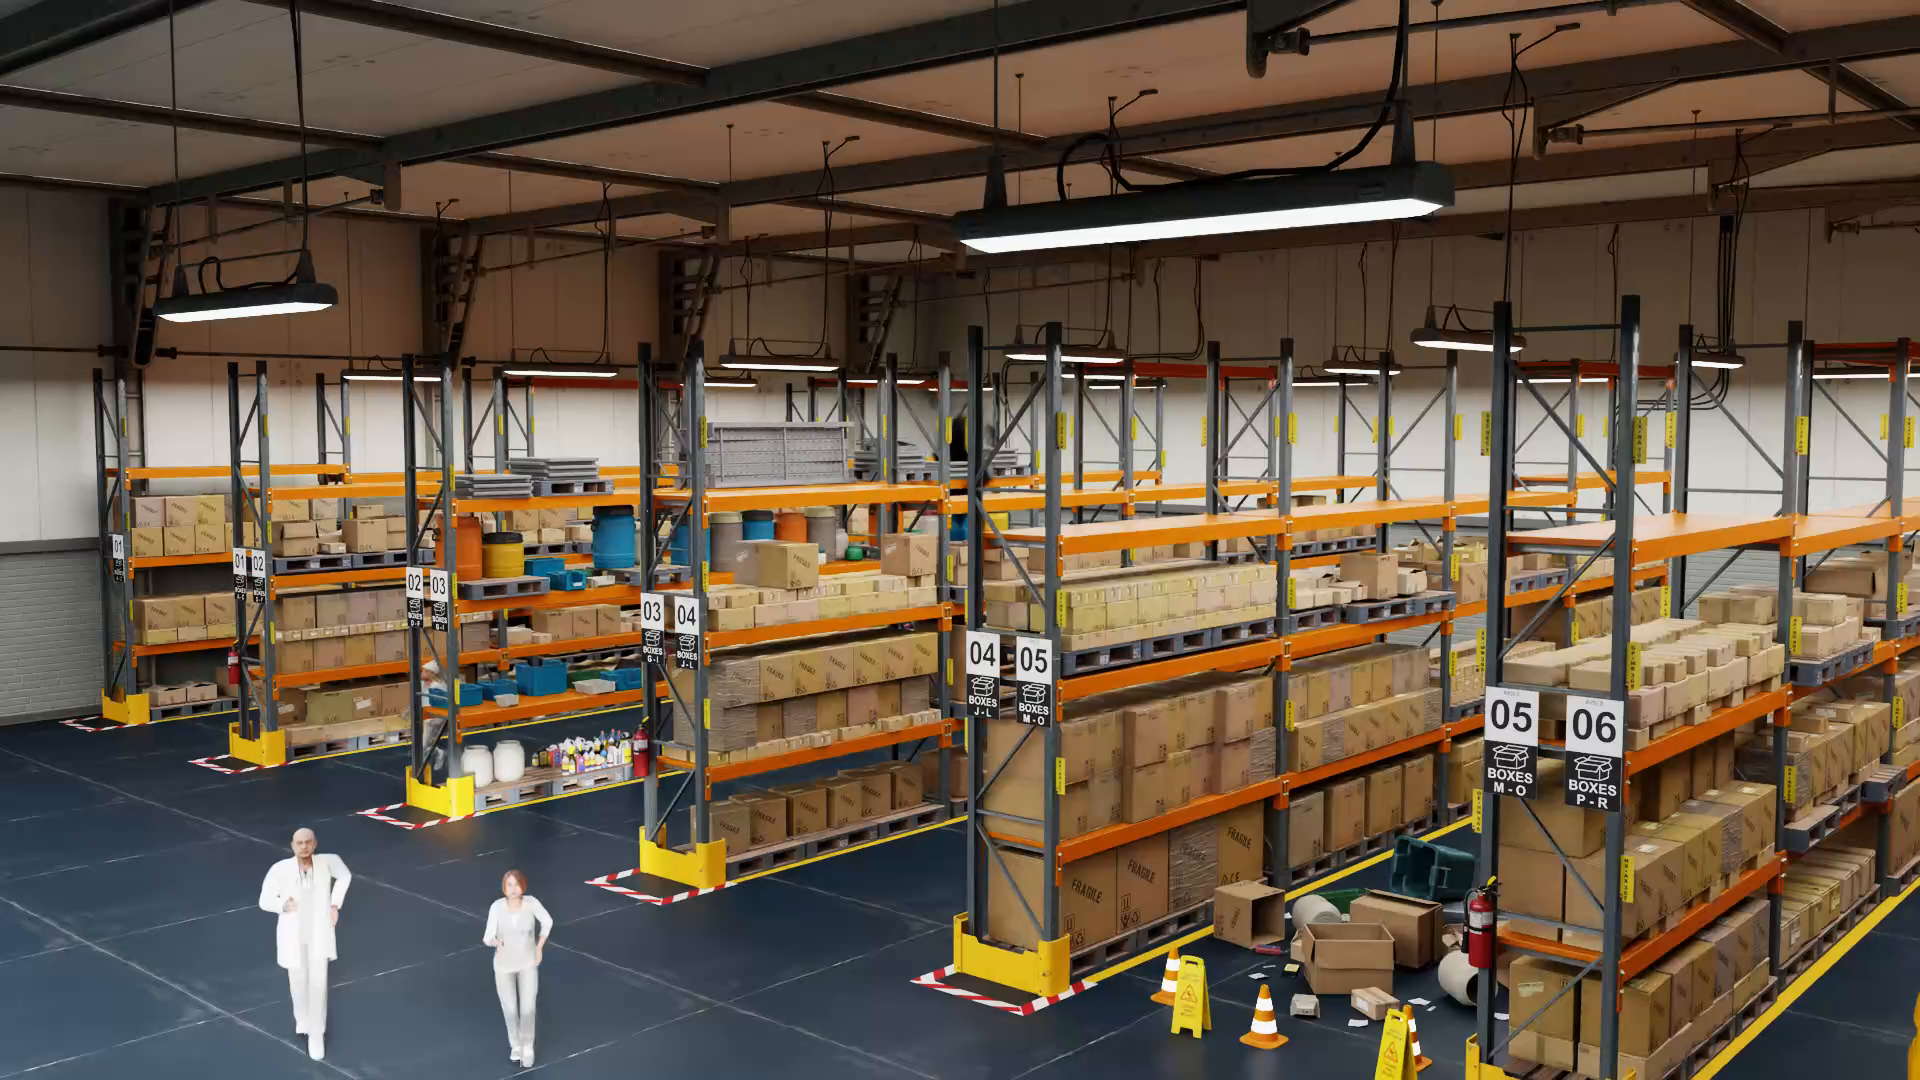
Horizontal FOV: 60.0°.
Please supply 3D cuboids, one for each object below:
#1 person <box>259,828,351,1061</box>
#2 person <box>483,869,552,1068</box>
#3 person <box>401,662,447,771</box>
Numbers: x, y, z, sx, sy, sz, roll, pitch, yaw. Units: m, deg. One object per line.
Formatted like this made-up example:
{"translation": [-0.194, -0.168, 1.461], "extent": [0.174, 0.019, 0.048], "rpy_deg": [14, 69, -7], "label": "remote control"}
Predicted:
{"translation": [-5.365, 3.269, 13.662], "extent": [0.699, 1.837, 0.811], "rpy_deg": [-2, 4, -20], "label": "person"}
{"translation": [-3.499, 3.409, 13.151], "extent": [0.516, 1.574, 0.608], "rpy_deg": [-1, 4, -10], "label": "person"}
{"translation": [-7.467, 2.581, 23.373], "extent": [0.651, 1.736, 0.741], "rpy_deg": [3, 5, 35], "label": "person"}
